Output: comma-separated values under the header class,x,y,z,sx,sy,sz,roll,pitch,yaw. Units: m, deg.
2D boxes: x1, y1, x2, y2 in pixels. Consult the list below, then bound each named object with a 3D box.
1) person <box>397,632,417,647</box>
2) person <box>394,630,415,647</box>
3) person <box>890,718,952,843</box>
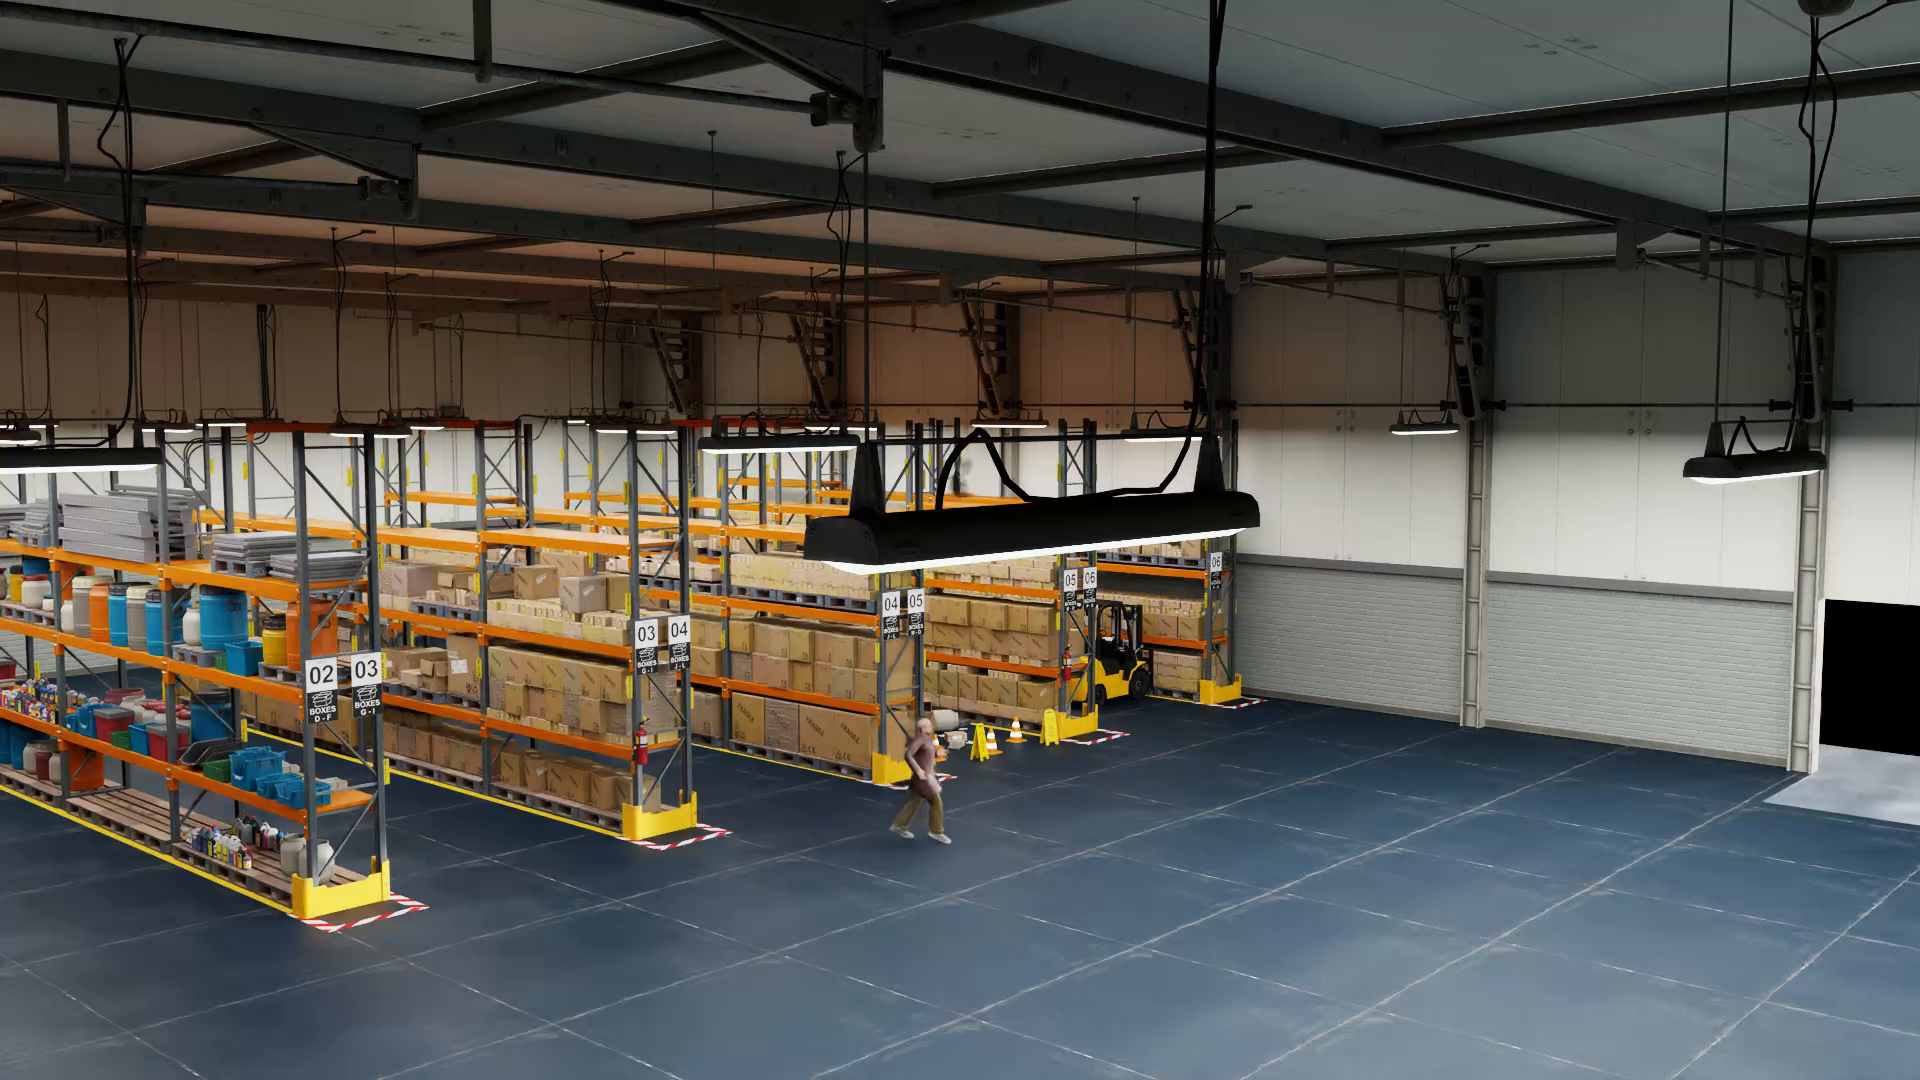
class,x,y,z,sx,sy,sz,roll,pitch,yaw
person,-13.368,2.249,40.230,0.700,1.595,0.675,0,5,0
person,-13.445,2.182,40.205,0.628,1.831,0.877,4,6,38
person,-0.573,3.482,24.043,0.914,1.839,0.673,-1,5,-8
